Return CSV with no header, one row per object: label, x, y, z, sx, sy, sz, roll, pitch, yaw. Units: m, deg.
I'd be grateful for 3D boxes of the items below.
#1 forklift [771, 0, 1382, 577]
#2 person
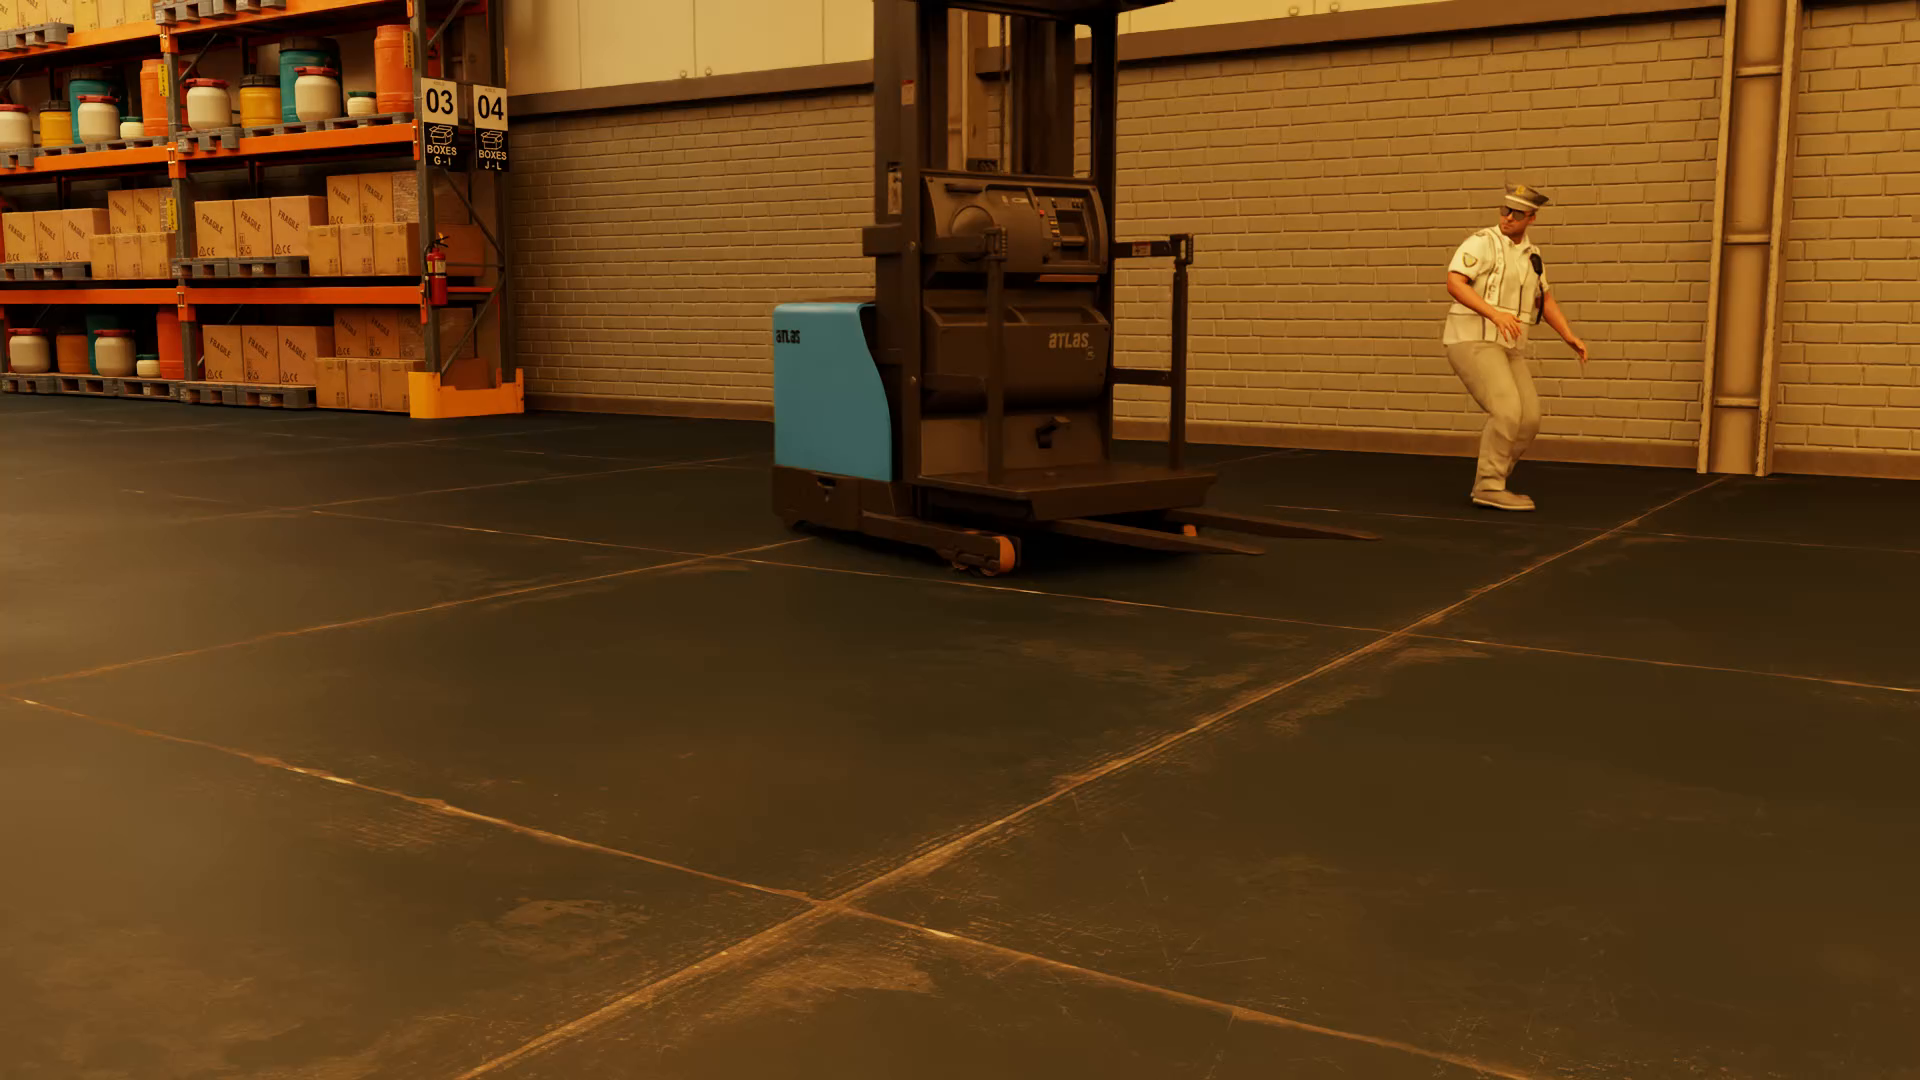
forklift,0.377,-1.383,6.915,1.130,2.935,3.031,-6,10,-36
person,2.901,-1.015,8.792,0.771,1.711,0.573,-7,10,-39
